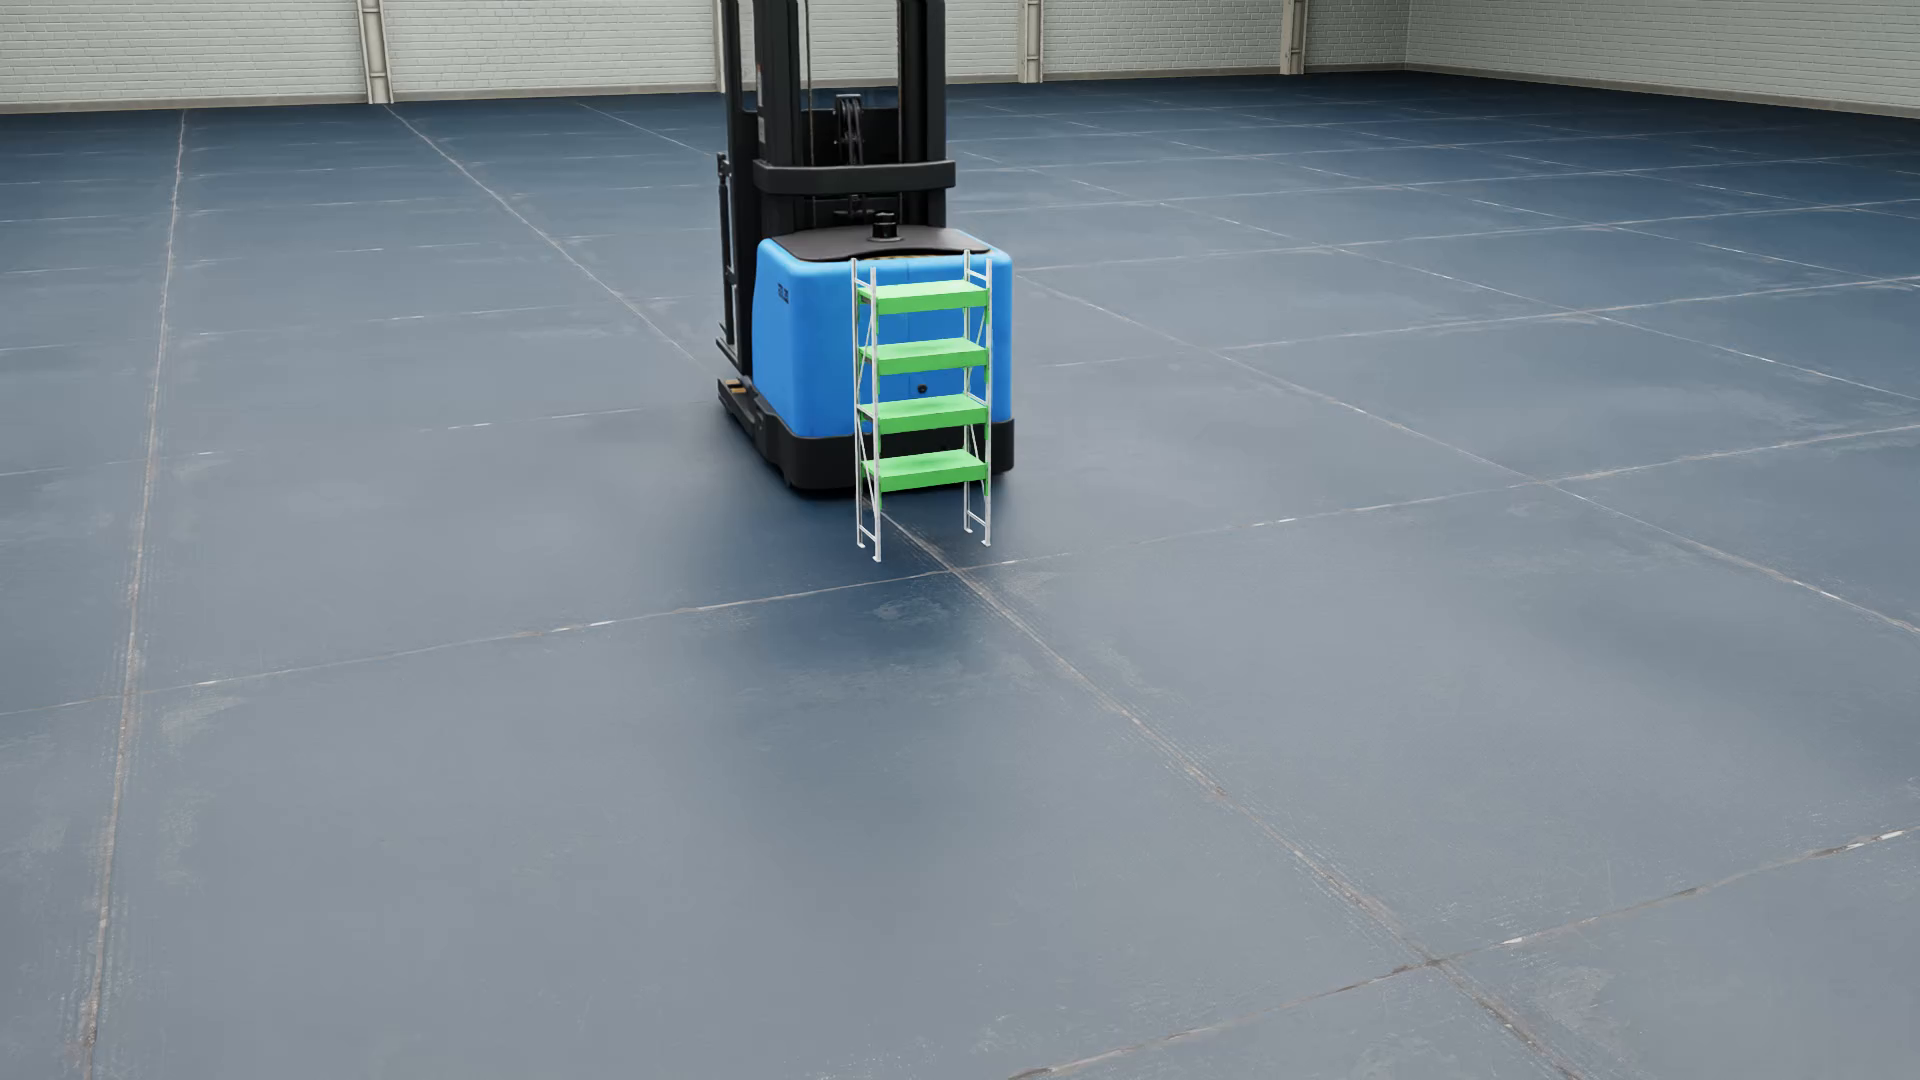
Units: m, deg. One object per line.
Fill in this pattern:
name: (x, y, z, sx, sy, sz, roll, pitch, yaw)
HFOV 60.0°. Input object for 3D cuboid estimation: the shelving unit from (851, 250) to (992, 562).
shelving unit: (-0.152, -0.544, 6.761, 0.503, 1.200, 0.258, -8, 21, -22)

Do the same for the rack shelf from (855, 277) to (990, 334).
rack shelf: (-0.152, -0.937, 6.623, 0.480, 0.148, 0.258, -8, 21, -22)

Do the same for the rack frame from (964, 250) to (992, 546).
rack frame: (0.072, -0.576, 6.852, 0.015, 1.200, 0.240, -8, 21, -22)

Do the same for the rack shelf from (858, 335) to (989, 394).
rack shelf: (-0.152, -0.710, 6.702, 0.480, 0.148, 0.258, -8, 21, -22)

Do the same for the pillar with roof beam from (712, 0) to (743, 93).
pillar with roof beam: (-2.447, -11.013, 24.750, 0.400, 9.000, 9.100, -8, 21, -22)

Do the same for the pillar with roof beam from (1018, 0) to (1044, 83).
pillar with roof beam: (3.062, -11.802, 26.992, 0.400, 9.000, 9.100, -8, 21, -22)

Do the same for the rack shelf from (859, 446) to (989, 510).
rack shelf: (-0.152, -0.258, 6.862, 0.480, 0.148, 0.258, -8, 21, -22)

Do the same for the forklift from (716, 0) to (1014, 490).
forklift: (-0.680, -2.062, 8.465, 1.130, 2.935, 3.031, -6, 20, -17)

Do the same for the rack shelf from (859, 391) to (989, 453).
rack shelf: (-0.152, -0.484, 6.782, 0.480, 0.148, 0.258, -8, 21, -22)

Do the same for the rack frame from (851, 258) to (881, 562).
rack frame: (-0.376, -0.512, 6.670, 0.015, 1.200, 0.240, -8, 21, -22)

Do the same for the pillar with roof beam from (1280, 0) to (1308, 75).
pillar with roof beam: (8.571, -12.592, 29.234, 0.400, 9.000, 9.100, -8, 21, -22)

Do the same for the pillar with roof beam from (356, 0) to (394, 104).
pillar with roof beam: (-7.956, -10.224, 22.509, 0.400, 9.000, 9.100, -8, 21, -22)
